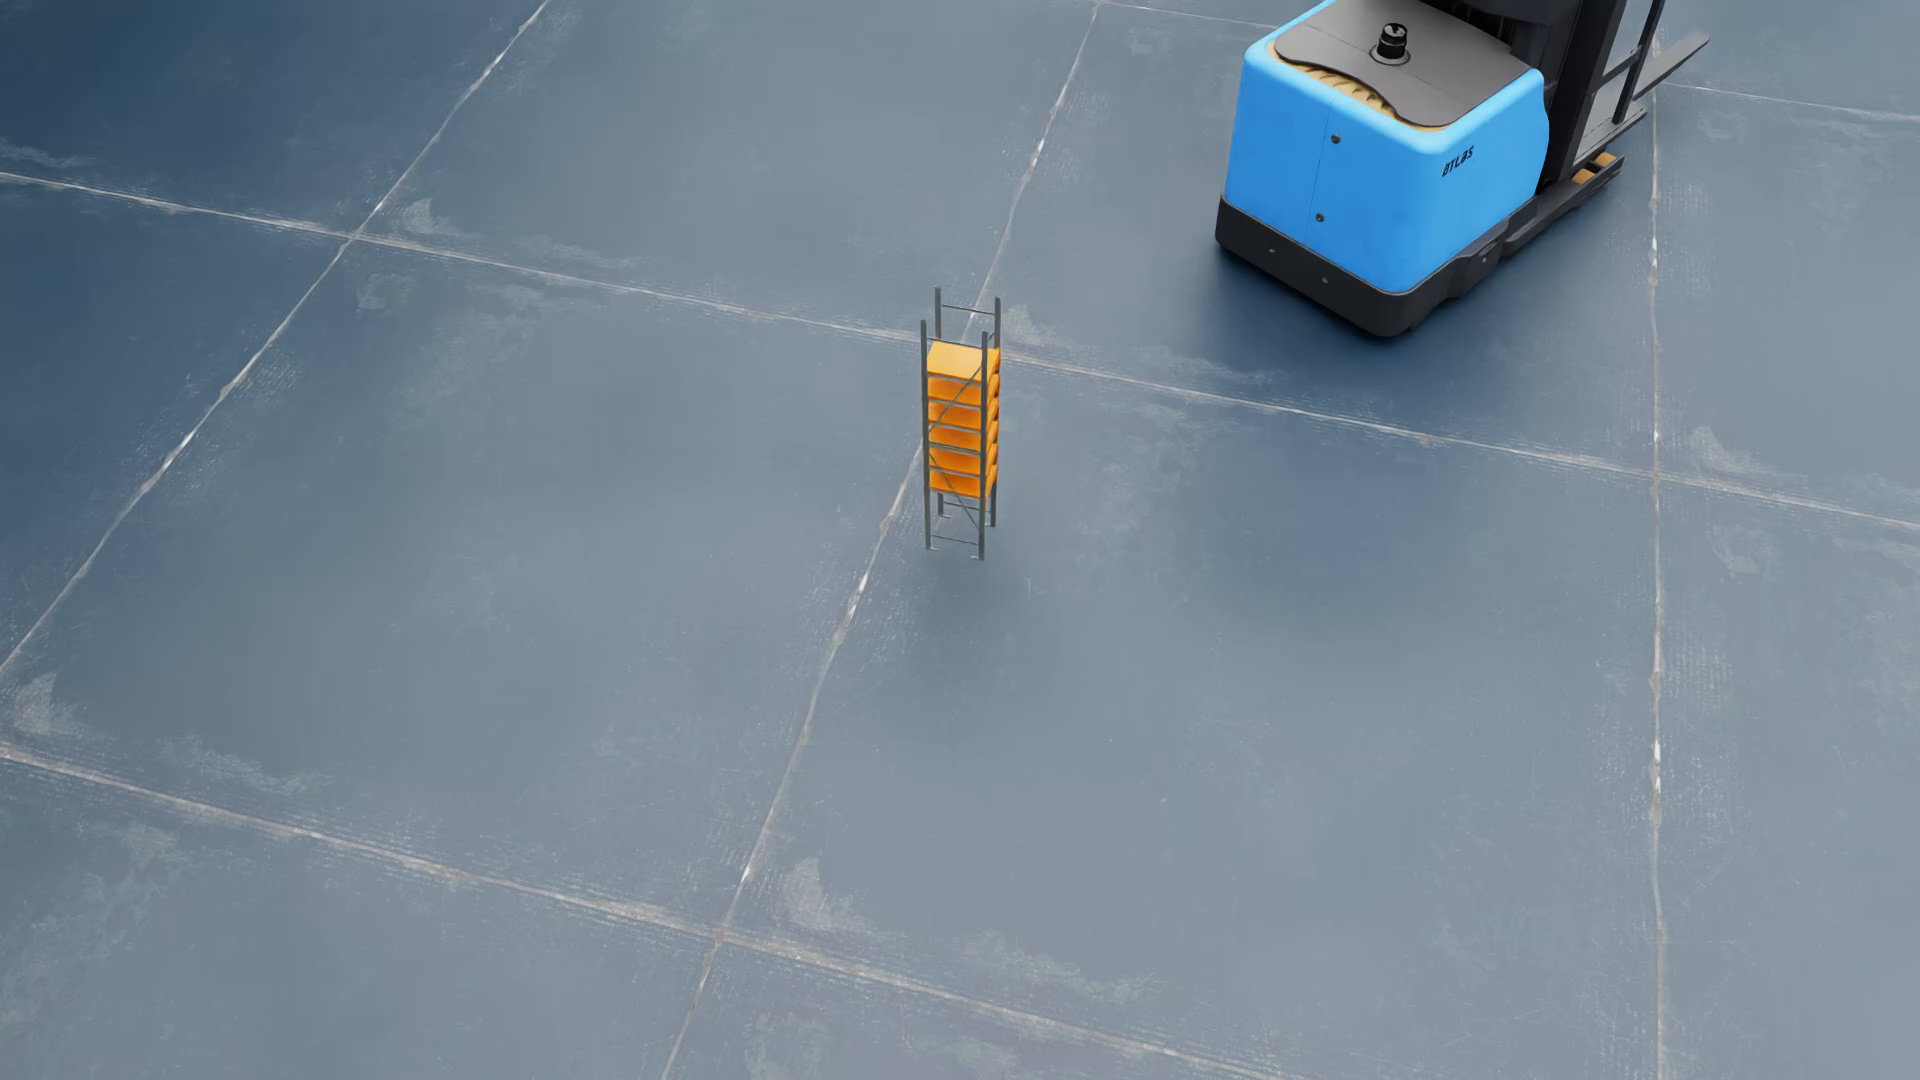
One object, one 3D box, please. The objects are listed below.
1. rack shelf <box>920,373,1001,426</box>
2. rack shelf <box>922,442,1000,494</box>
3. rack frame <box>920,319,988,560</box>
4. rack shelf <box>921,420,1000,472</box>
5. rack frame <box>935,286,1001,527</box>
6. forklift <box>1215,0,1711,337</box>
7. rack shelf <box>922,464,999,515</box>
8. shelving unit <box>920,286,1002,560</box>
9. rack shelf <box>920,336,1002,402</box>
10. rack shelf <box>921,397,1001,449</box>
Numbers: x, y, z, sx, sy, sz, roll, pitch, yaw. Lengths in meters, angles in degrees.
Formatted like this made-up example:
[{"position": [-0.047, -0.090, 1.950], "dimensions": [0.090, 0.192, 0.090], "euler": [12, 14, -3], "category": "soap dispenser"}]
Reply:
[{"position": [0.004, -0.537, 6.082], "dimensions": [0.258, 0.103, 0.180], "euler": [12, 50, 10], "category": "rack shelf"}, {"position": [0.004, -0.299, 6.352], "dimensions": [0.258, 0.103, 0.180], "euler": [12, 50, 10], "category": "rack shelf"}, {"position": [-0.020, -0.341, 6.170], "dimensions": [0.240, 1.200, 0.006], "euler": [12, 50, 10], "category": "rack frame"}, {"position": [0.004, -0.378, 6.262], "dimensions": [0.258, 0.103, 0.180], "euler": [12, 50, 10], "category": "rack shelf"}, {"position": [0.028, -0.474, 6.287], "dimensions": [0.240, 1.200, 0.006], "euler": [12, 50, 10], "category": "rack frame"}, {"position": [2.612, -2.861, 7.239], "dimensions": [3.031, 2.935, 1.130], "euler": [-36, 58, -27], "category": "forklift"}, {"position": [0.004, -0.219, 6.441], "dimensions": [0.258, 0.103, 0.180], "euler": [12, 50, 10], "category": "rack shelf"}, {"position": [0.004, -0.407, 6.228], "dimensions": [0.258, 1.200, 0.189], "euler": [12, 50, 10], "category": "shelving unit"}, {"position": [0.004, -0.616, 5.992], "dimensions": [0.258, 0.103, 0.180], "euler": [12, 50, 10], "category": "rack shelf"}, {"position": [0.004, -0.458, 6.172], "dimensions": [0.258, 0.103, 0.180], "euler": [12, 50, 10], "category": "rack shelf"}]
